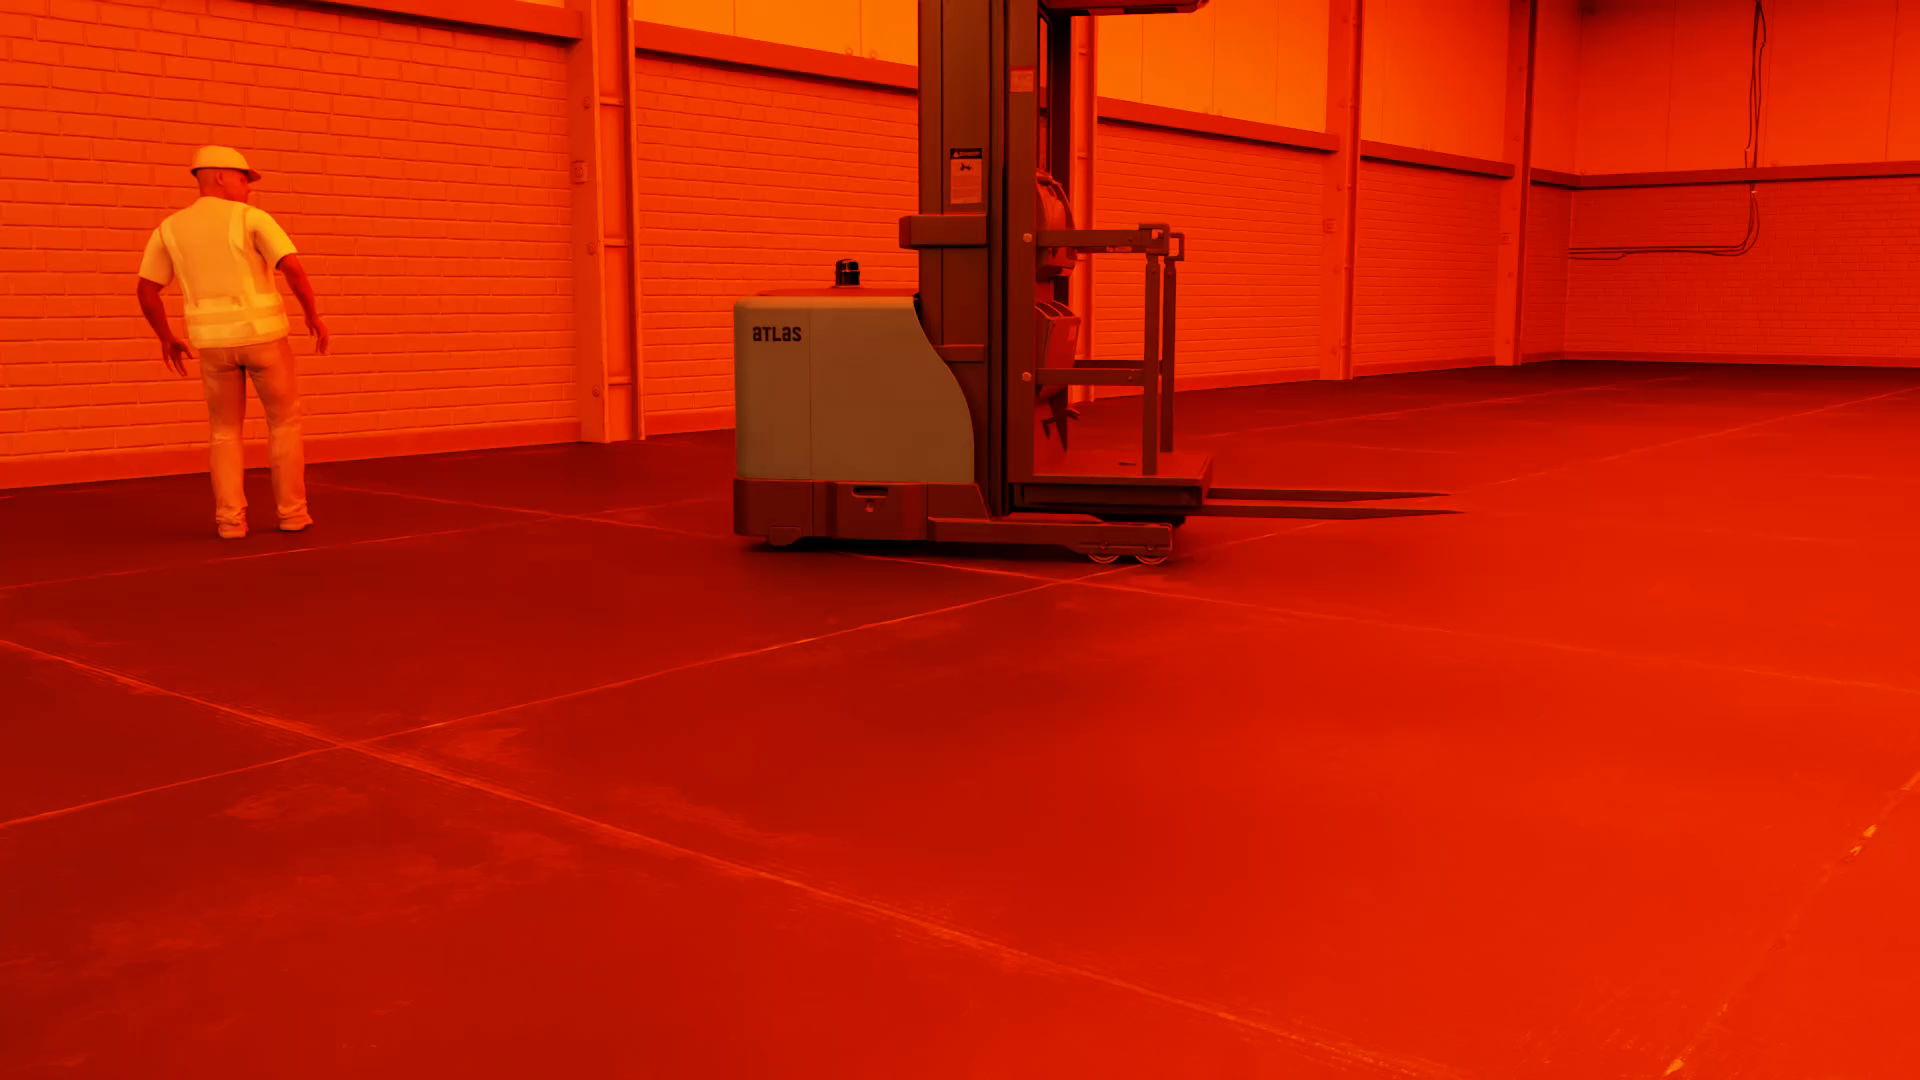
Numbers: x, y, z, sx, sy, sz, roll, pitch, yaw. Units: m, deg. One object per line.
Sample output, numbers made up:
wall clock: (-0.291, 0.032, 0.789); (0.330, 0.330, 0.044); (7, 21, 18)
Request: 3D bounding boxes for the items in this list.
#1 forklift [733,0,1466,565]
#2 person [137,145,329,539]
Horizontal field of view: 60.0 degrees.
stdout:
forklift: (0.599, -1.433, 7.077); (3.031, 2.935, 1.130); (2, 8, 11)
person: (-3.265, -0.900, 7.539); (0.794, 1.743, 0.523); (-1, 8, -6)
